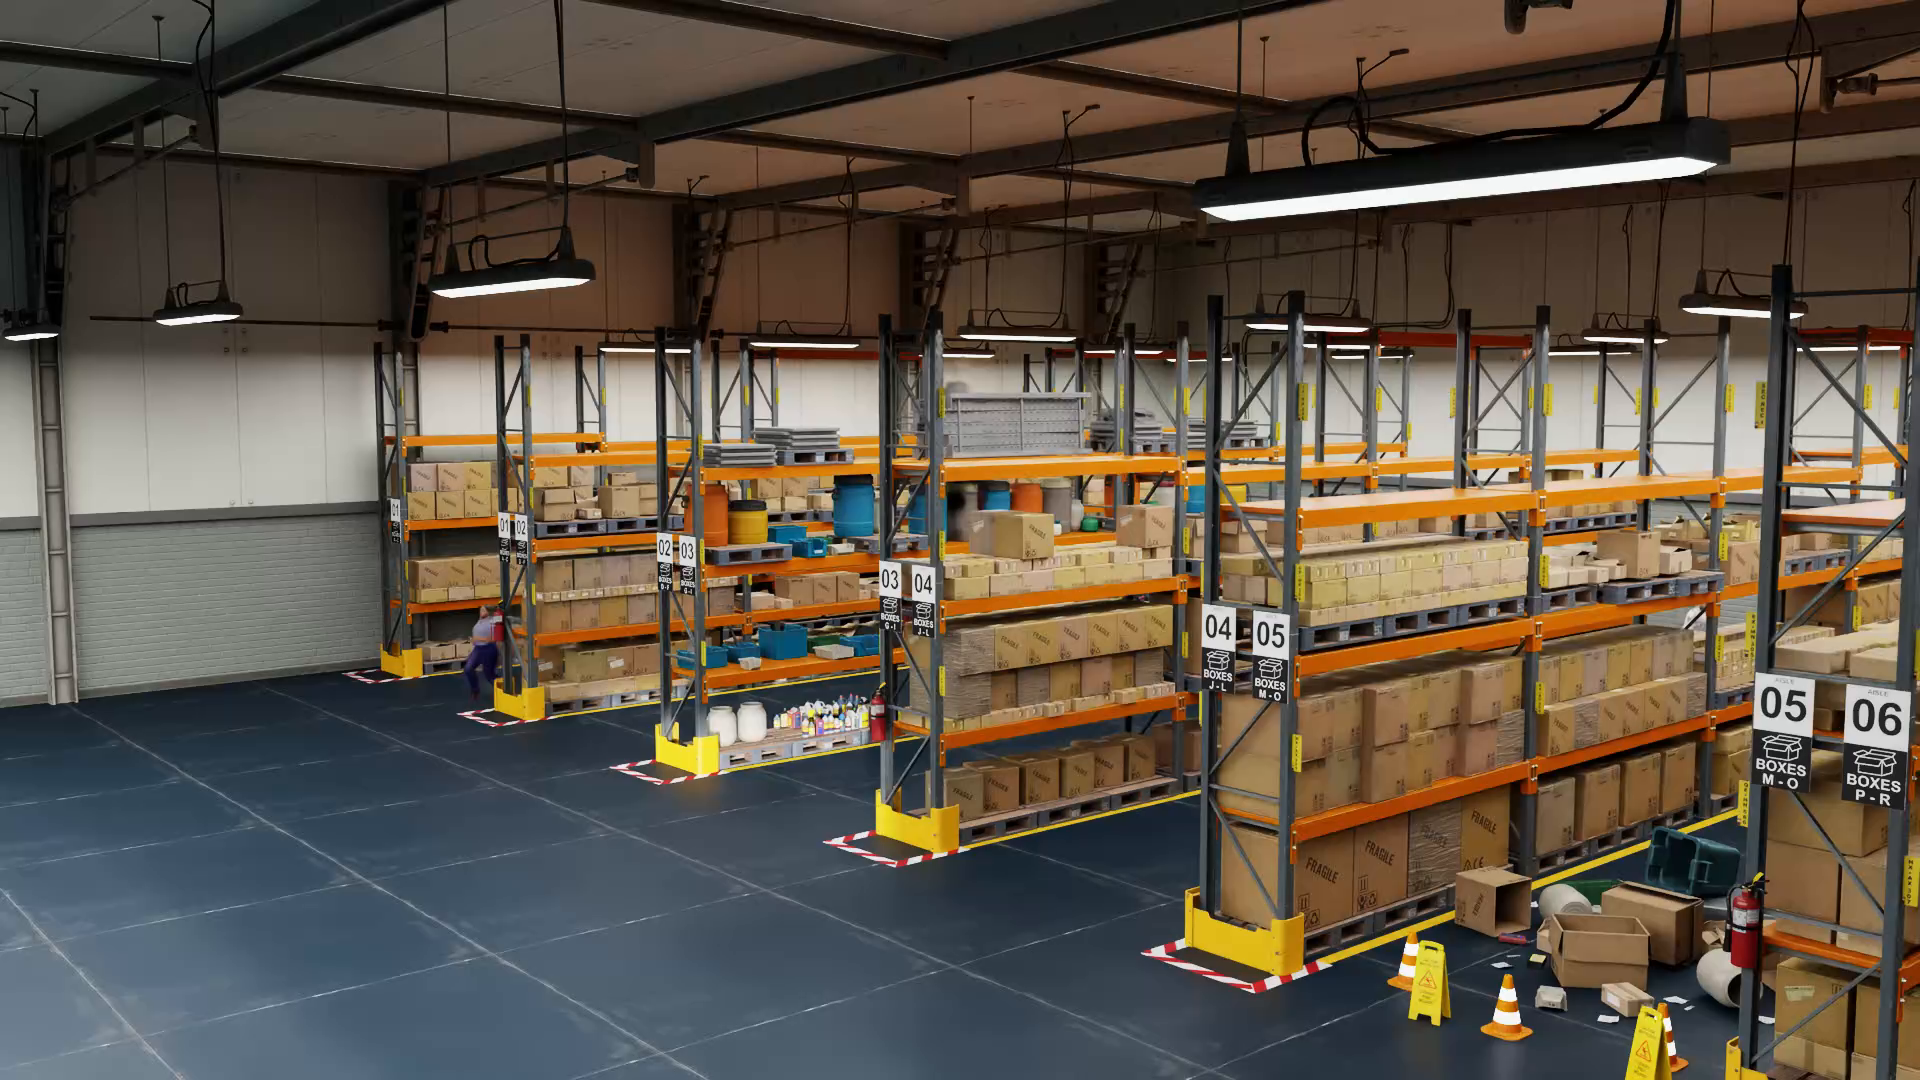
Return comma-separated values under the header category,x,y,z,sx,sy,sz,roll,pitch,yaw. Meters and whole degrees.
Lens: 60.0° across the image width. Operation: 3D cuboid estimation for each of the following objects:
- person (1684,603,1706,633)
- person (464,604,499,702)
category,x,y,z,sx,sy,sz,roll,pitch,yaw
person,12.825,1.742,28.869,0.619,1.698,0.632,0,5,-1
person,-7.823,1.879,27.489,0.596,1.681,0.660,4,6,36
